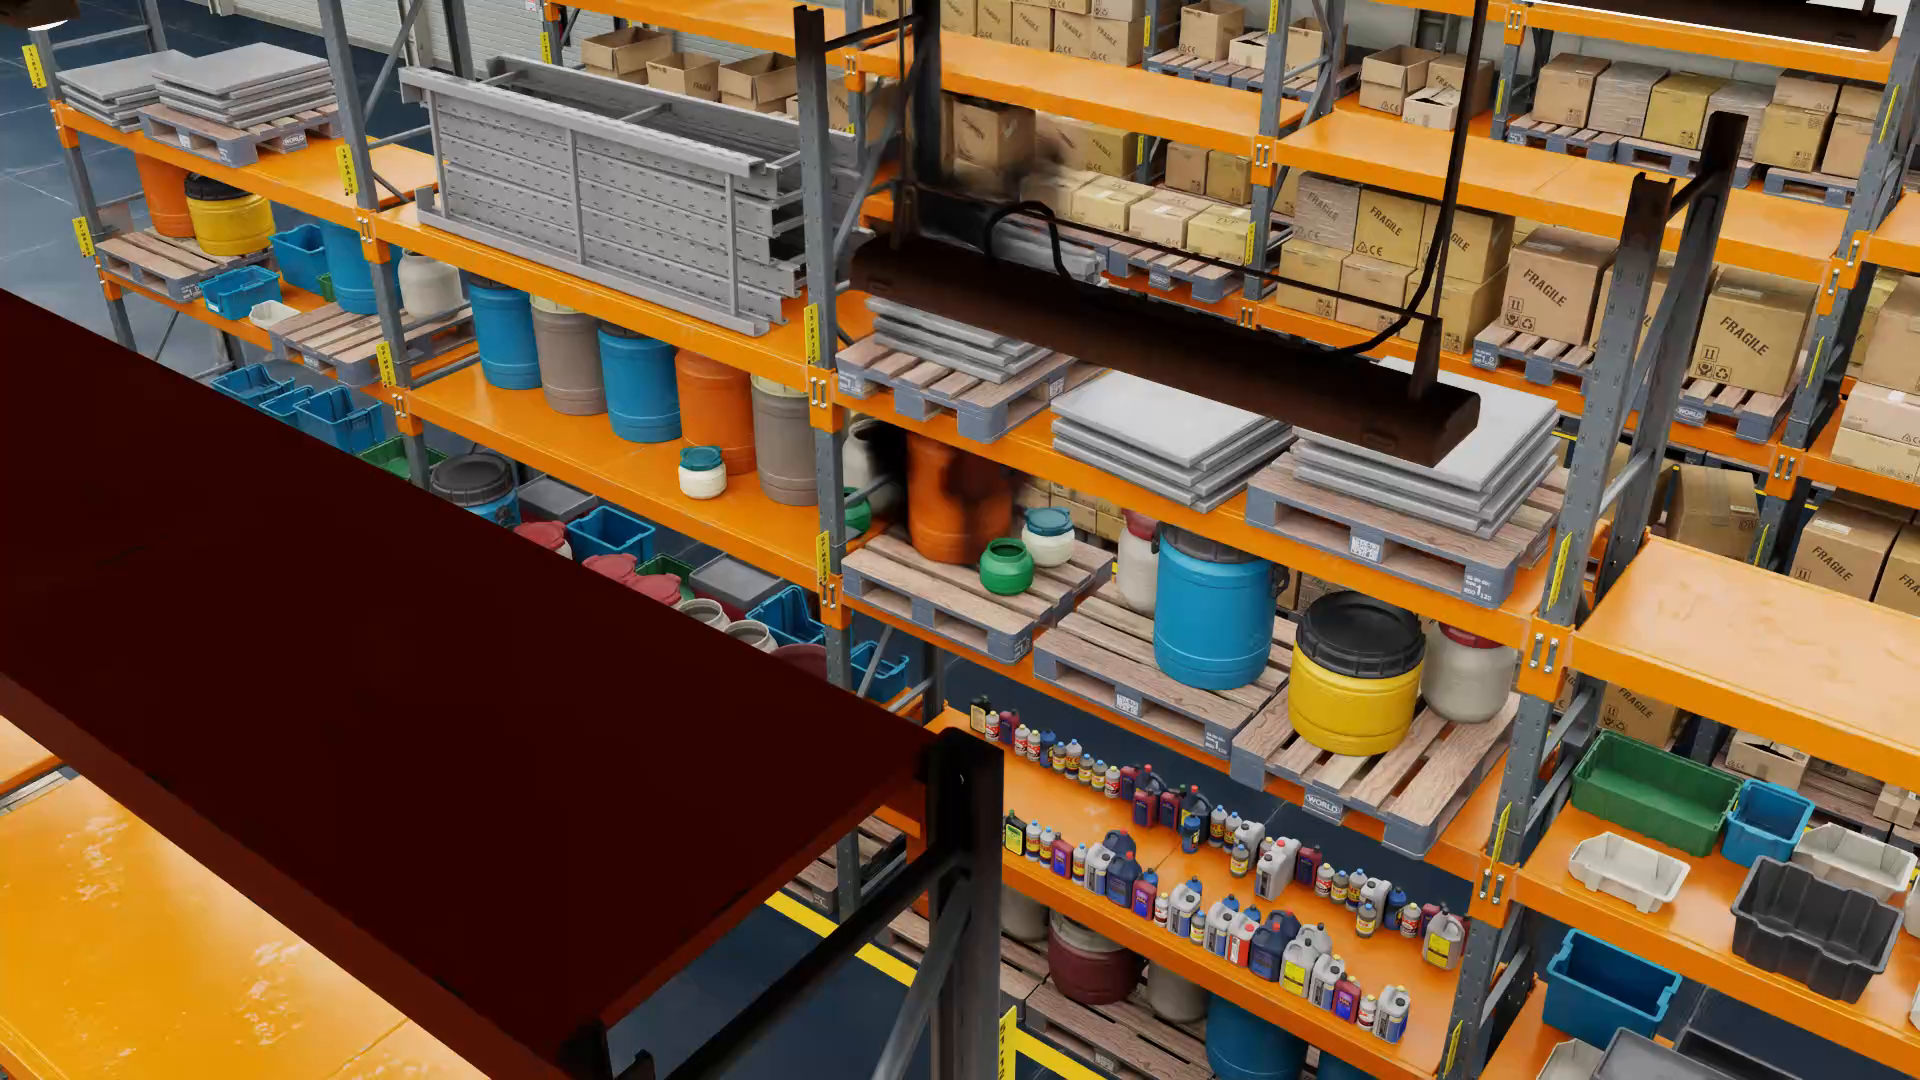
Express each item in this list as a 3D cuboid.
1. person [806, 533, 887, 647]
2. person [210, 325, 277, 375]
[{"bbox_3d":[-0.902,0.291,12.569,0.726,1.764,0.709,23,38,32],"label":"person"},{"bbox_3d":[-7.855,-2.607,17.932,0.866,1.723,0.561,-12,34,-19],"label":"person"}]
